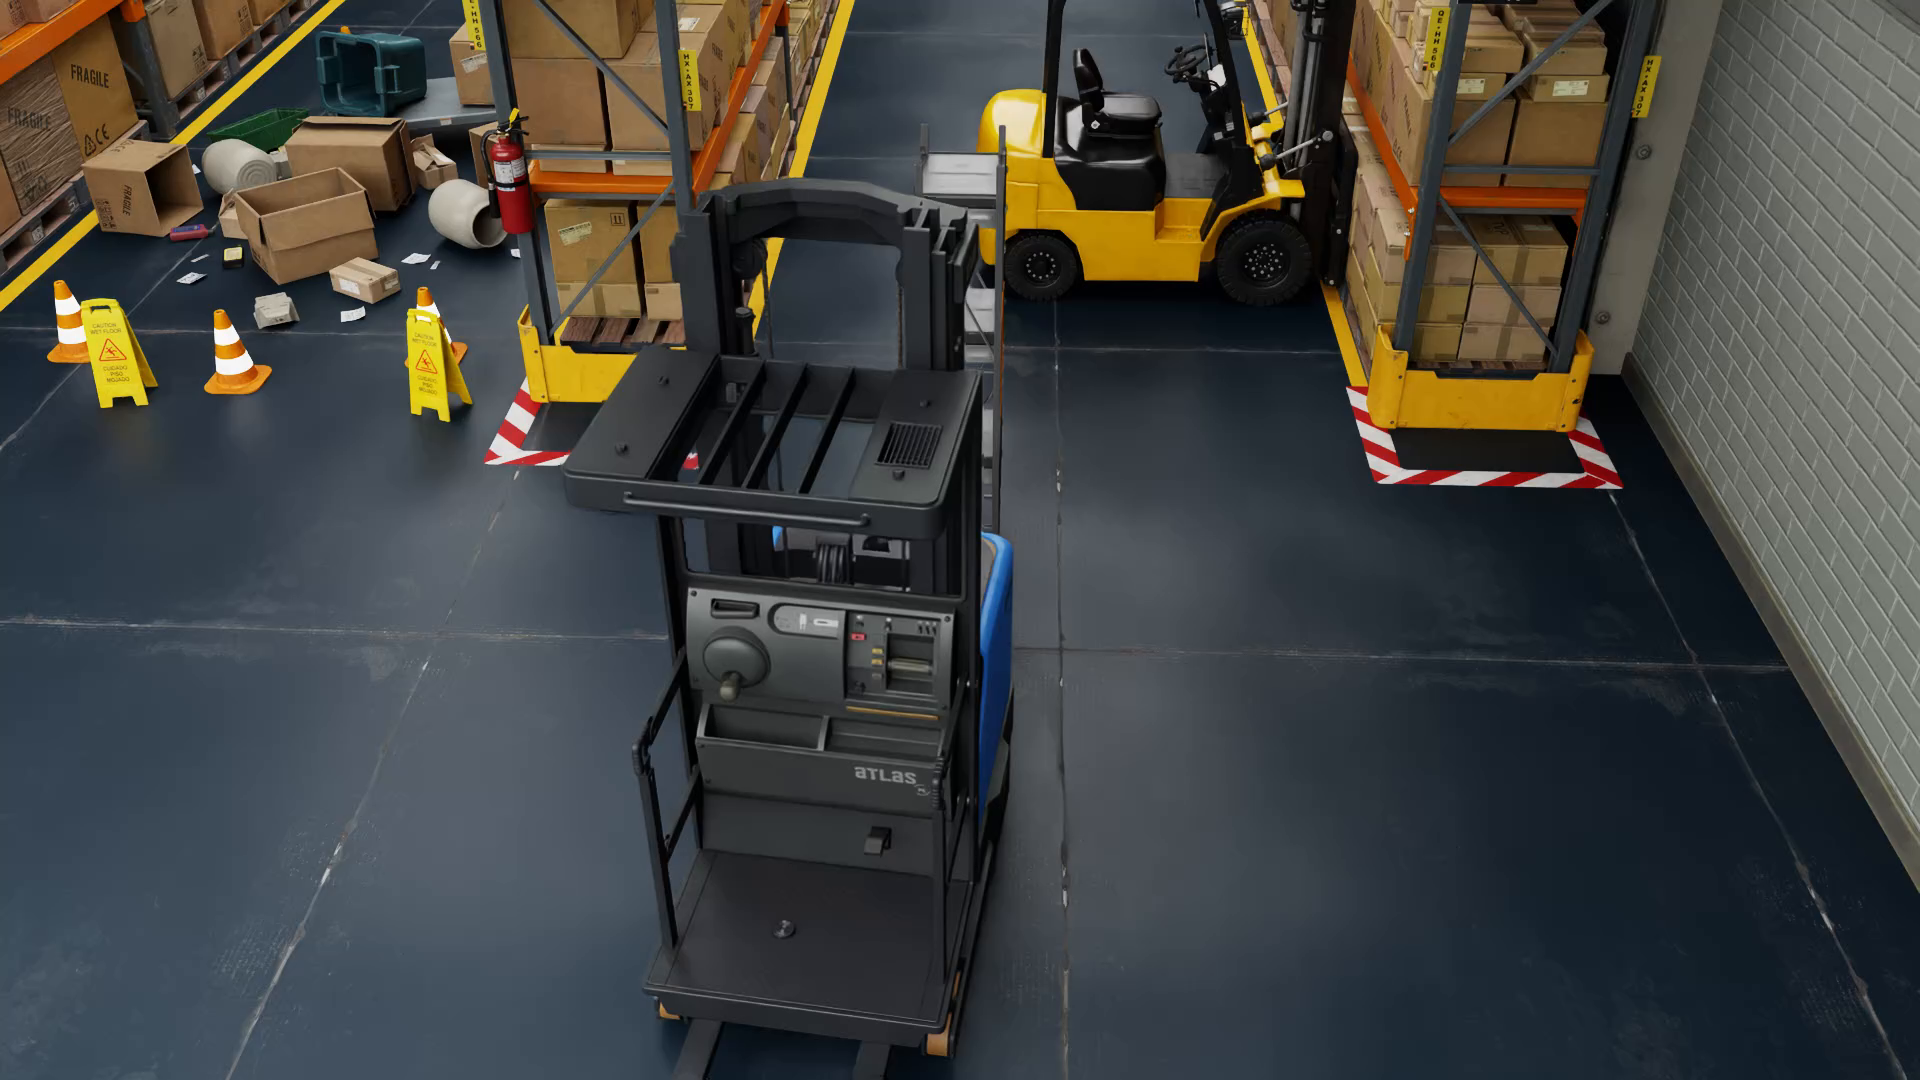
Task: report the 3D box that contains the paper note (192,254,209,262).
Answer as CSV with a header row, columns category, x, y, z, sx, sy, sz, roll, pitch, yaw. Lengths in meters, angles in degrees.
category,x,y,z,sx,sy,sz,roll,pitch,yaw
paper note,-5.231,-1.940,11.448,0.032,0.001,0.123,20,40,26

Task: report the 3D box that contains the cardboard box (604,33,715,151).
category,x,y,z,sx,sy,sz,roll,pitch,yaw
cardboard box,-1.677,-2.515,9.320,0.500,0.500,0.500,1,35,1

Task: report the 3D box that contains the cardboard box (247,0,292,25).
category,x,y,z,sx,sy,sz,roll,pitch,yaw
cardboard box,-6.748,-5.141,14.993,1.050,0.750,0.750,2,35,3

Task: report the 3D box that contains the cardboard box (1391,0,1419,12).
category,x,y,z,sx,sy,sz,roll,pitch,yaw
cardboard box,2.736,-3.200,9.730,0.380,0.149,0.250,2,35,3

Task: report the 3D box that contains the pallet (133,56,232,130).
category,x,y,z,sx,sy,sz,roll,pitch,yaw
pallet,-6.807,-3.745,13.842,1.003,0.211,1.213,1,35,2

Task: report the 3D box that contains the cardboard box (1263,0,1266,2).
category,x,y,z,sx,sy,sz,roll,pitch,yaw
cardboard box,3.269,-5.413,15.489,0.875,0.625,0.625,2,35,3

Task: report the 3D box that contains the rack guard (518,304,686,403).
category,x,y,z,sx,sy,sz,roll,pitch,yaw
rack guard,-1.970,-1.108,9.837,1.175,0.500,0.348,1,35,2

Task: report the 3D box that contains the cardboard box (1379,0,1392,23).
category,x,y,z,sx,sy,sz,roll,pitch,yaw
cardboard box,2.747,-3.224,10.023,0.380,0.149,0.250,2,35,2

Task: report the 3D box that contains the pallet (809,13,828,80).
category,x,y,z,sx,sy,sz,roll,pitch,yaw
pallet,-1.737,-4.394,14.765,1.003,0.211,1.213,1,35,2

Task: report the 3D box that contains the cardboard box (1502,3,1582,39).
category,x,y,z,sx,sy,sz,roll,pitch,yaw
cardboard box,3.254,-2.892,9.292,0.380,0.149,0.250,2,35,3

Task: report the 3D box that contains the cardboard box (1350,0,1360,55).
category,x,y,z,sx,sy,sz,roll,pitch,yaw
cardboard box,2.845,-3.474,10.943,0.500,0.500,0.500,1,35,1

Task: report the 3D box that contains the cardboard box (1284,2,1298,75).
category,x,y,z,sx,sy,sz,roll,pitch,yaw
cardboard box,3.196,-4.218,13.789,0.875,0.625,0.625,1,35,1

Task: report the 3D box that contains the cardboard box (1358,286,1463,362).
category,x,y,z,sx,sy,sz,roll,pitch,yaw
cardboard box,2.690,-1.299,9.961,0.500,0.250,0.500,2,35,2

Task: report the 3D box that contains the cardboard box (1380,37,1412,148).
category,x,y,z,sx,sy,sz,roll,pitch,yaw
cardboard box,2.774,-2.602,9.702,0.500,0.500,0.500,2,35,3

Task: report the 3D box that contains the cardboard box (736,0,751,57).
category,x,y,z,sx,sy,sz,roll,pitch,yaw
cardboard box,-1.628,-3.398,10.576,0.500,0.500,0.500,1,35,1

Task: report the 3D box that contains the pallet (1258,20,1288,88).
category,x,y,z,sx,sy,sz,roll,pitch,yaw
pallet,3.184,-4.259,14.572,1.003,0.211,1.213,1,35,2

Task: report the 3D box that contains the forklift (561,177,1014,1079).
category,x,y,z,sx,sy,sz,roll,pitch,yaw
forklift,-0.514,0.445,5.513,1.130,2.935,3.031,5,35,8

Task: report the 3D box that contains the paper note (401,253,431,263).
category,x,y,z,sx,sy,sz,roll,pitch,yaw
paper note,-3.740,-1.941,11.441,0.148,0.019,0.142,13,37,18

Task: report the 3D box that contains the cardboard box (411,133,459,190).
category,x,y,z,sx,sy,sz,roll,pitch,yaw
cardboard box,-3.990,-2.848,12.517,0.258,0.266,0.396,-24,42,-30

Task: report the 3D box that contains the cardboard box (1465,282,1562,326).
category,x,y,z,sx,sy,sz,roll,pitch,yaw
cardboard box,3.213,-1.491,9.800,0.500,0.250,0.500,2,35,3

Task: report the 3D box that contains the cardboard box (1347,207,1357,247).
category,x,y,z,sx,sy,sz,roll,pitch,yaw
cardboard box,2.724,-2.098,10.663,0.500,0.250,0.500,1,35,1

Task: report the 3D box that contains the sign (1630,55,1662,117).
category,x,y,z,sx,sy,sz,roll,pitch,yaw
sign,3.541,-2.345,8.602,0.100,0.325,0.005,1,35,2

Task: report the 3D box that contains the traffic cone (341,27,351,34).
category,x,y,z,sx,sy,sz,roll,pitch,yaw
traffic cone,-5.200,-4.139,14.183,0.336,0.463,0.334,1,35,2

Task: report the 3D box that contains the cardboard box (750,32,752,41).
category,x,y,z,sx,sy,sz,roll,pitch,yaw
cardboard box,-1.599,-3.360,11.087,0.380,0.149,0.250,1,35,1

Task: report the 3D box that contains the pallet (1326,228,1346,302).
category,x,y,z,sx,sy,sz,roll,pitch,yaw
pallet,3.027,-1.973,11.319,1.003,0.211,1.213,1,35,2

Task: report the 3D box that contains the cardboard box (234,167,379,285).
category,x,y,z,sx,sy,sz,roll,pitch,yaw
cardboard box,-4.433,-2.133,11.293,0.797,0.503,0.637,-24,42,-30

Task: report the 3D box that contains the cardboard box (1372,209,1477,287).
category,x,y,z,sx,sy,sz,roll,pitch,yaw
cardboard box,2.693,-1.702,9.665,0.500,0.250,0.500,2,35,3

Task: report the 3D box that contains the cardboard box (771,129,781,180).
category,x,y,z,sx,sy,sz,roll,pitch,yaw
cardboard box,-1.579,-2.780,12.068,0.500,0.250,0.500,0,35,1

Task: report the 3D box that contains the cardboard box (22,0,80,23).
category,x,y,z,sx,sy,sz,roll,pitch,yaw
cardboard box,-6.765,-3.974,11.611,0.875,0.550,0.550,1,35,2

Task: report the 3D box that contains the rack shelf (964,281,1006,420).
category,x,y,z,sx,sy,sz,roll,pitch,yaw
rack shelf,0.007,-0.943,8.235,0.431,0.518,0.480,1,35,2

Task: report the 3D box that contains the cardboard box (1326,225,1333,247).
category,x,y,z,sx,sy,sz,roll,pitch,yaw
cardboard box,2.747,-2.170,11.201,0.500,0.250,0.500,2,35,3

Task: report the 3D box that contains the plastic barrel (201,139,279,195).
category,x,y,z,sx,sy,sz,roll,pitch,yaw
plastic barrel,-5.276,-2.700,12.169,0.512,0.421,0.421,28,44,33

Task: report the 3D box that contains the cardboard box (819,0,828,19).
category,x,y,z,sx,sy,sz,roll,pitch,yaw
cardboard box,-1.706,-5.031,15.166,0.950,0.372,0.625,1,35,1

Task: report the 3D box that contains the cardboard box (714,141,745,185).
category,x,y,z,sx,sy,sz,roll,pitch,yaw
cardboard box,-1.648,-2.212,10.608,0.500,0.500,0.500,0,35,0

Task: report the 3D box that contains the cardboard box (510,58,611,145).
category,x,y,z,sx,sy,sz,roll,pitch,yaw
cardboard box,-2.227,-2.568,9.395,0.500,0.500,0.500,1,35,1

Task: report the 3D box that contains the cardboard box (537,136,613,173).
category,x,y,z,sx,sy,sz,roll,pitch,yaw
cardboard box,-2.172,-2.204,9.441,0.380,0.149,0.250,2,35,3

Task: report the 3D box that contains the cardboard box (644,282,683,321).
category,x,y,z,sx,sy,sz,roll,pitch,yaw
cardboard box,-1.665,-1.591,10.377,0.500,0.250,0.500,1,35,1

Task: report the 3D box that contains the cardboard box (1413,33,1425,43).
category,x,y,z,sx,sy,sz,roll,pitch,yaw
cardboard box,2.773,-2.782,9.394,0.380,0.149,0.250,2,35,3

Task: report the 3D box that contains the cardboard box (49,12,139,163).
category,x,y,z,sx,sy,sz,roll,pitch,yaw
cardboard box,-6.858,-3.384,12.385,0.875,0.875,0.875,2,35,3

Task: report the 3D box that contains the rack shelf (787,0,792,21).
category,x,y,z,sx,sy,sz,roll,pitch,yaw
rack shelf,-1.732,-5.240,14.168,1.077,0.370,4.000,1,35,2

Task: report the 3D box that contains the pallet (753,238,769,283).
category,x,y,z,sx,sy,sz,roll,pitch,yaw
pallet,-1.851,-2.155,11.578,1.003,0.211,1.213,1,35,2

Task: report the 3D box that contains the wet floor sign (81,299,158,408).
category,x,y,z,sx,sy,sz,roll,pitch,yaw
wet floor sign,-4.946,-1.118,9.725,0.267,0.644,0.232,-4,35,-6

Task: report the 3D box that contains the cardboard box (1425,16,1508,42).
category,x,y,z,sx,sy,sz,roll,pitch,yaw
cardboard box,2.769,-2.755,9.098,0.380,0.149,0.250,1,35,2

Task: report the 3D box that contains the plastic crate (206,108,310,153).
category,x,y,z,sx,sy,sz,roll,pitch,yaw
plastic crate,-5.461,-3.184,13.013,0.450,0.188,0.662,11,35,32

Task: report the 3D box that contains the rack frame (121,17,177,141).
category,x,y,z,sx,sy,sz,roll,pitch,yaw
rack frame,-6.763,-4.441,12.406,1.000,3.000,0.127,1,35,2

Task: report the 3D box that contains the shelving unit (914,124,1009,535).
category,x,y,z,sx,sy,sz,roll,pitch,yaw
shelving unit,0.007,-0.954,8.227,0.431,2.100,0.503,1,35,2

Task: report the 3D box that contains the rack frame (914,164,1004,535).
category,x,y,z,sx,sy,sz,roll,pitch,yaw
rack frame,-0.003,-0.814,8.028,0.400,2.100,0.015,1,35,2

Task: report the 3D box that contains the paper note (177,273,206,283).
category,x,y,z,sx,sy,sz,roll,pitch,yaw
paper note,-5.166,-1.765,11.183,0.144,0.017,0.142,13,37,18

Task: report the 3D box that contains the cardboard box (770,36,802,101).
category,x,y,z,sx,sy,sz,roll,pitch,yaw
cardboard box,-1.794,-3.783,13.390,0.950,0.372,0.625,2,35,2

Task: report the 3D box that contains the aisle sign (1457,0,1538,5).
category,x,y,z,sx,sy,sz,roll,pitch,yaw
aisle sign,2.690,-3.007,8.105,0.394,0.787,0.004,1,35,2

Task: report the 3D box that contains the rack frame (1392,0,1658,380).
category,x,y,z,sx,sy,sz,roll,pitch,yaw
rack frame,2.986,-1.974,8.896,1.000,3.000,0.127,1,35,2

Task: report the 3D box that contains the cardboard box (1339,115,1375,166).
category,x,y,z,sx,sy,sz,roll,pitch,yaw
cardboard box,2.746,-2.577,10.910,0.500,0.250,0.500,1,35,1

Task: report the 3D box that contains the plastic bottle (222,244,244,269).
category,x,y,z,sx,sy,sz,roll,pitch,yaw
plastic bottle,-4.990,-1.952,11.420,0.133,0.061,0.283,-10,36,-14

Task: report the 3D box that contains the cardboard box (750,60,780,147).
category,x,y,z,sx,sy,sz,roll,pitch,yaw
cardboard box,-1.587,-3.100,11.872,0.500,0.500,0.500,2,35,3

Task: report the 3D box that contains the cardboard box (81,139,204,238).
category,x,y,z,sx,sy,sz,roll,pitch,yaw
cardboard box,-5.800,-2.504,11.822,0.500,0.500,0.500,7,36,10

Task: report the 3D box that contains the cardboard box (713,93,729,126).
category,x,y,z,sx,sy,sz,roll,pitch,yaw
cardboard box,-1.609,-2.615,10.027,0.380,0.149,0.250,2,35,3
